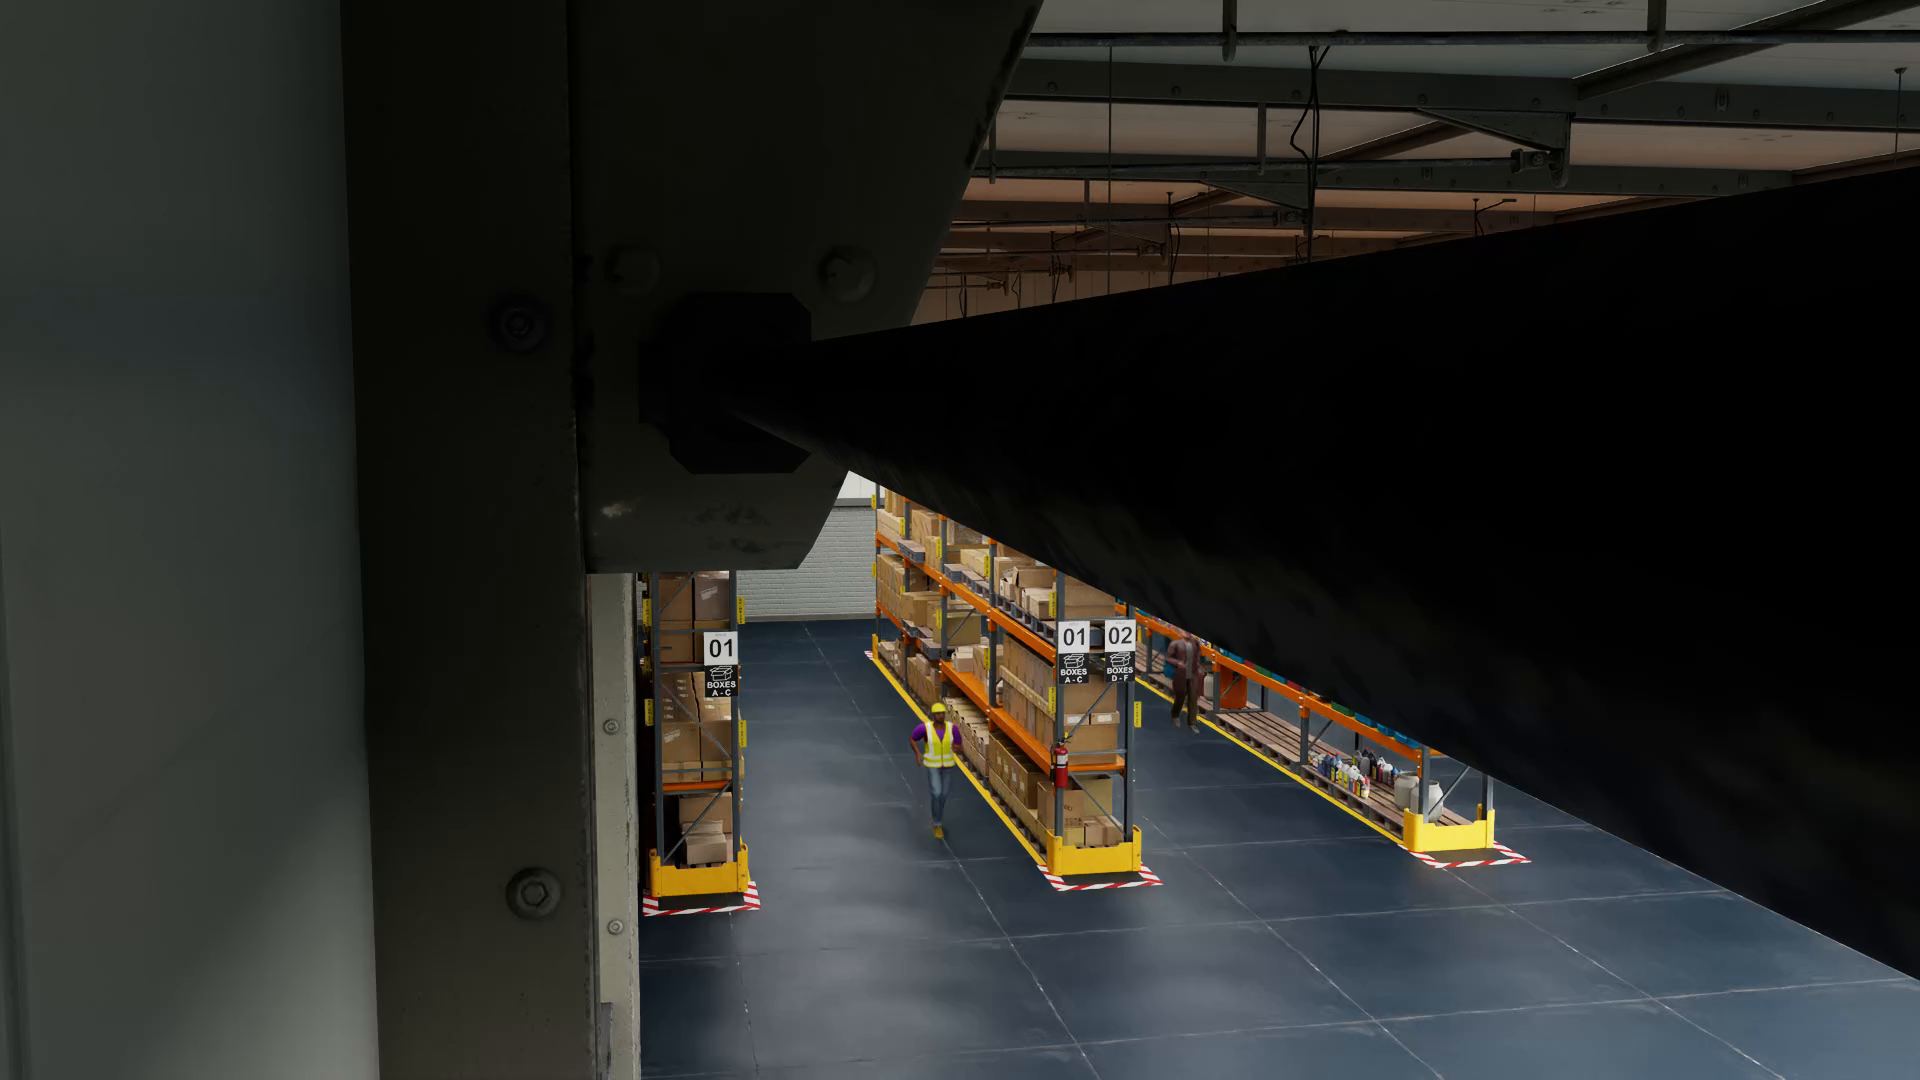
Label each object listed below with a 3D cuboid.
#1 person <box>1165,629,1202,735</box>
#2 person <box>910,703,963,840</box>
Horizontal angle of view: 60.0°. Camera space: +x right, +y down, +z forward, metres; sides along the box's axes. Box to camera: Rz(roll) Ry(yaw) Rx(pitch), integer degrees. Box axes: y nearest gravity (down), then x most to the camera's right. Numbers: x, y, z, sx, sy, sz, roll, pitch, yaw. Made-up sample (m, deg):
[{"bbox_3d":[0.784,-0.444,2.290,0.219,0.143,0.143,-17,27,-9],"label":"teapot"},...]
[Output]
[{"bbox_3d":[3.767,2.304,27.733,0.712,1.801,0.955,-1,6,-14],"label":"person"},{"bbox_3d":[-0.290,3.119,22.712,0.678,1.820,0.738,-2,6,-19],"label":"person"}]
